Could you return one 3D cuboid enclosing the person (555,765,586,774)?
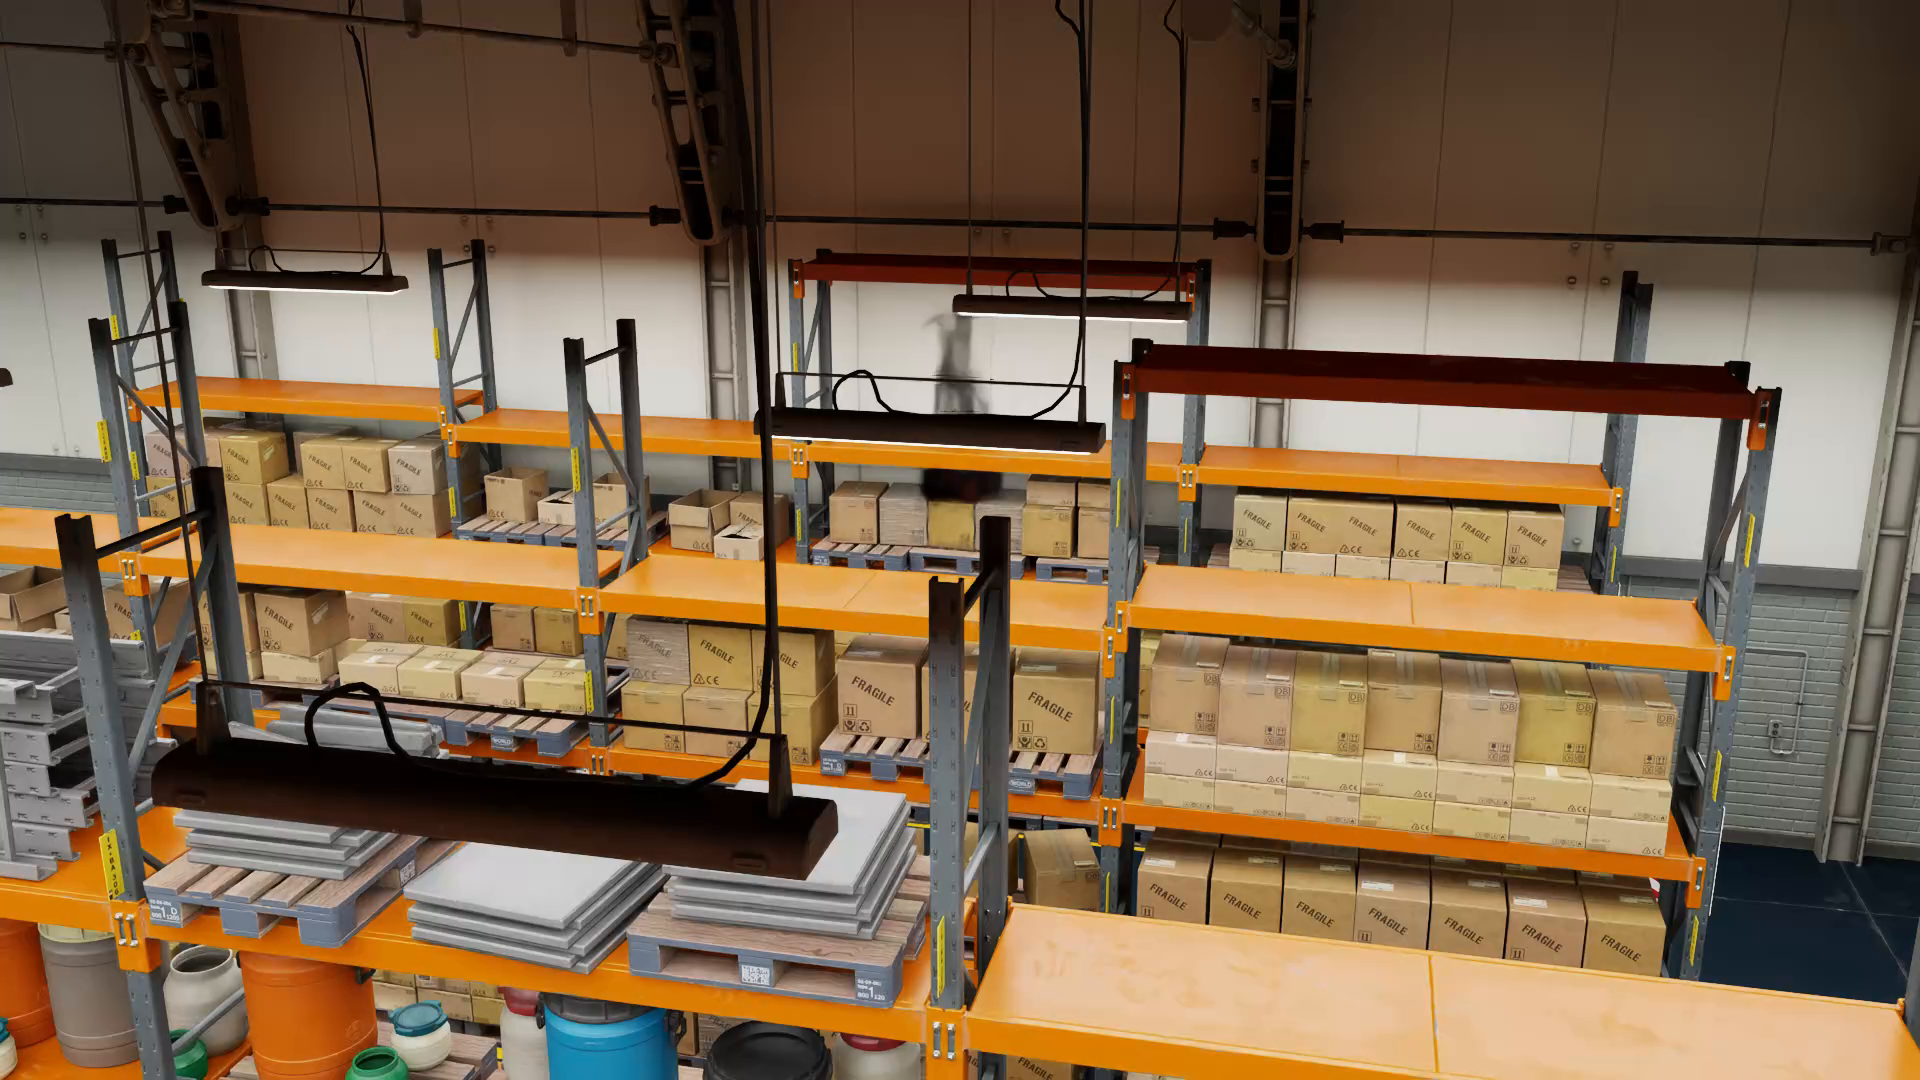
[{"bbox_3d":[-3.663,2.777,15.954,0.626,1.686,0.587,7,18,21],"label":"person"}]
